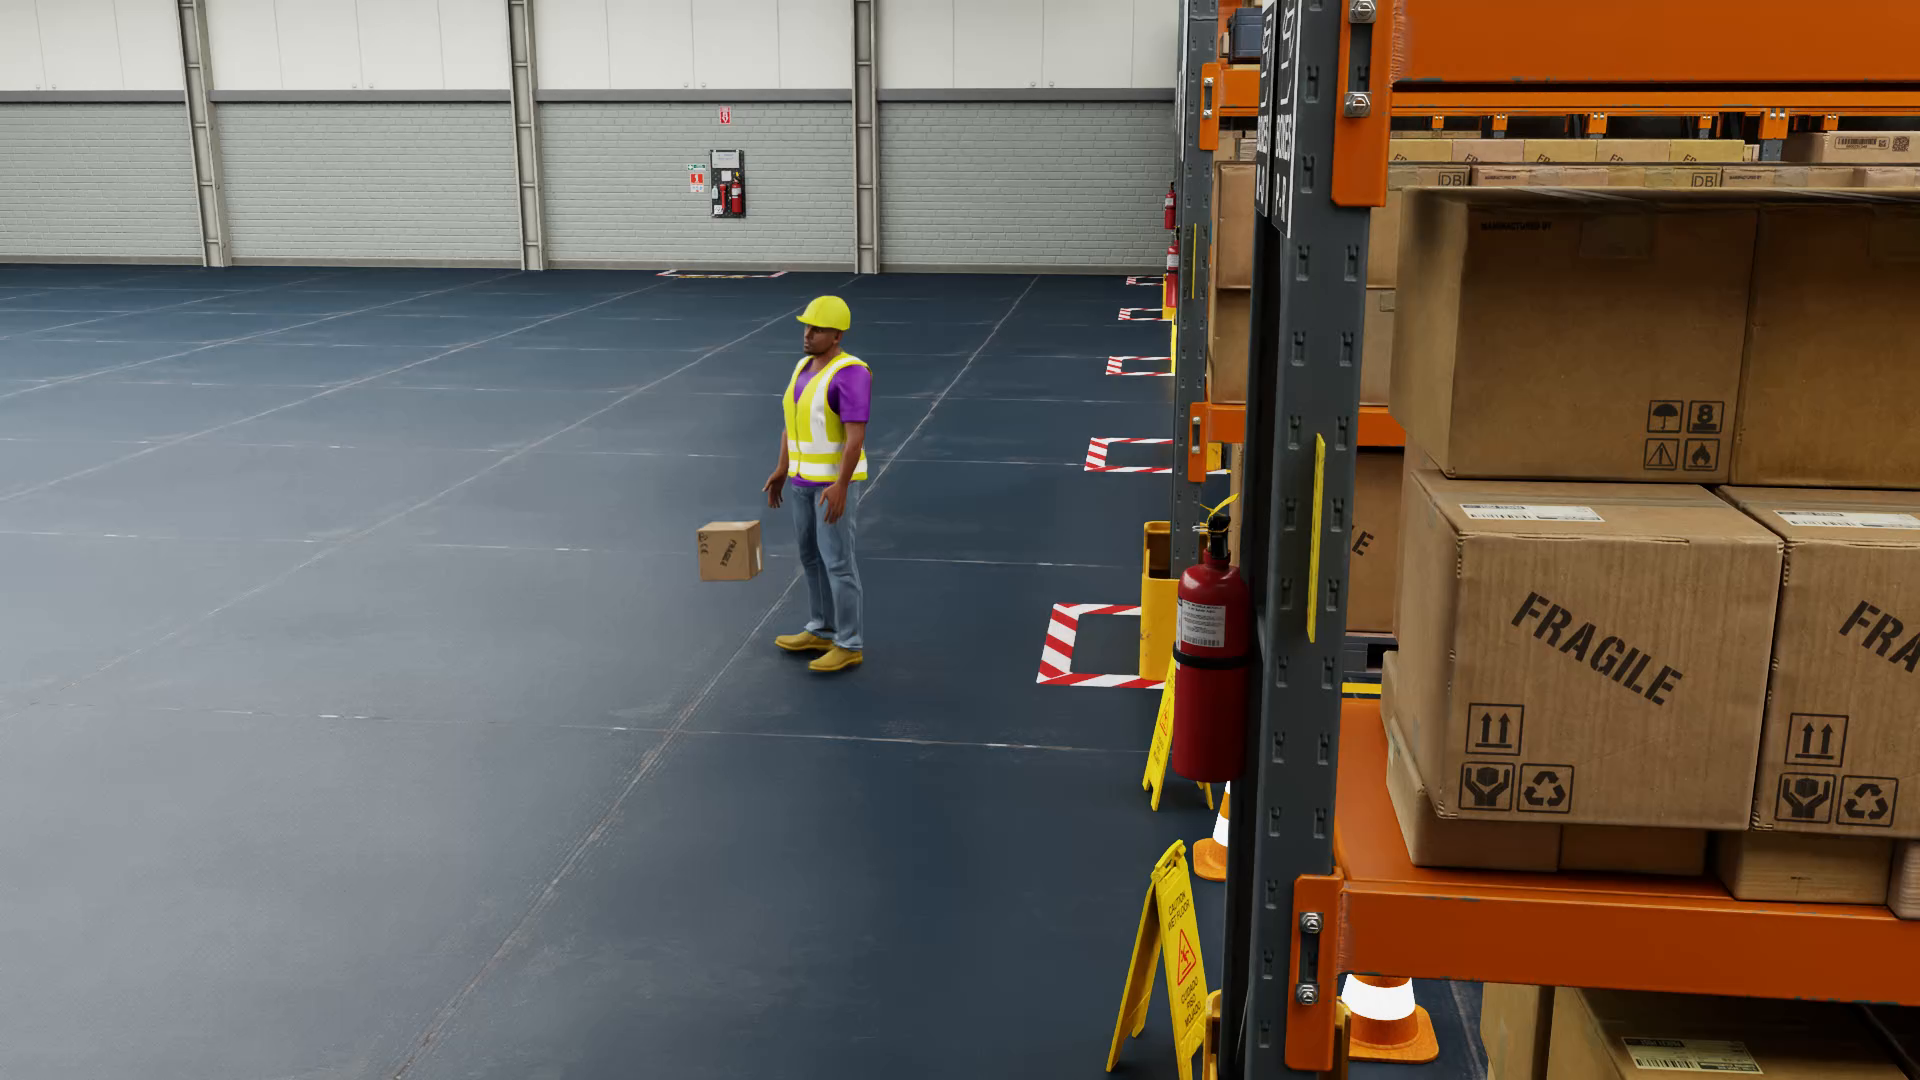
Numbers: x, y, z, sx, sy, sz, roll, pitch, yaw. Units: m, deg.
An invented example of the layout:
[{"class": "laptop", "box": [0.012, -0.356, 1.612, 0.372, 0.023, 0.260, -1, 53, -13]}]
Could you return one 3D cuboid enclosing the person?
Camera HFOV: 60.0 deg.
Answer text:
[{"class": "person", "box": [-0.672, -0.279, 7.963, 0.400, 1.772, 0.600, -10, 17, -35]}]
